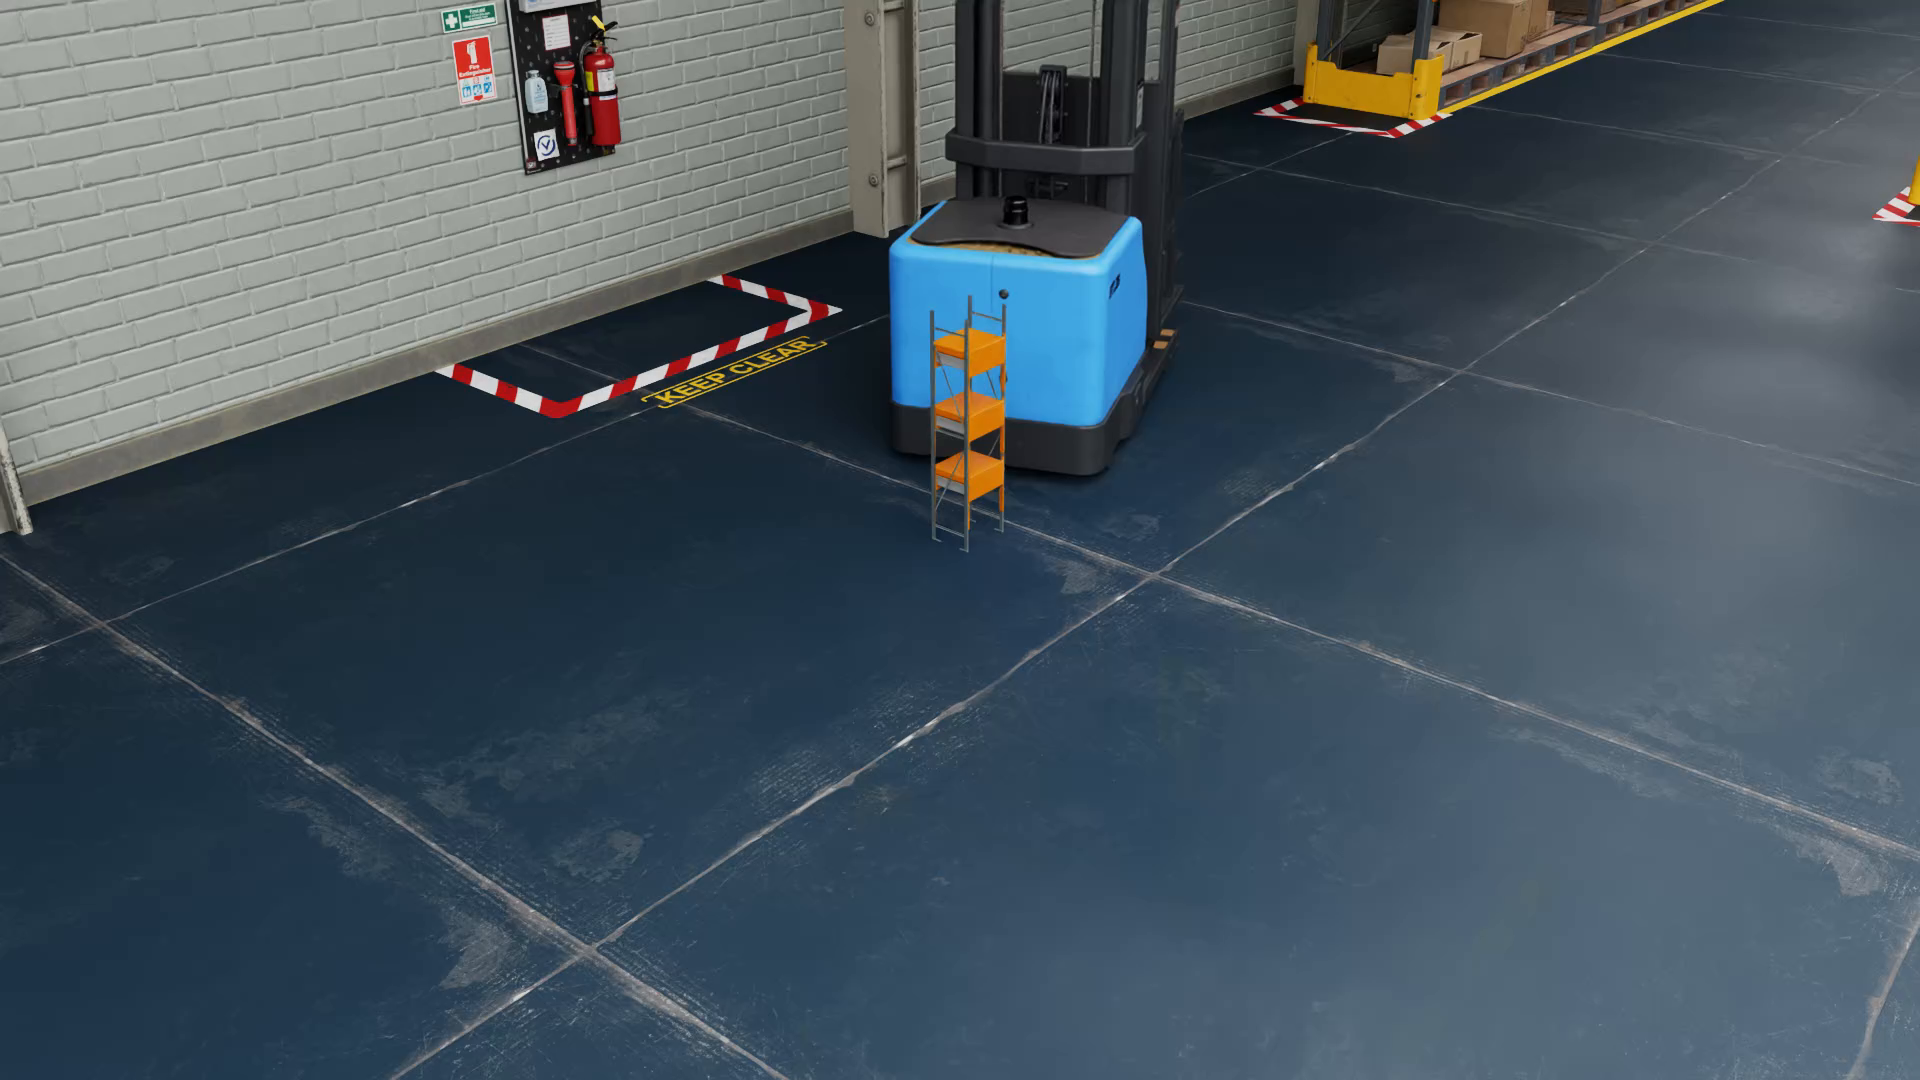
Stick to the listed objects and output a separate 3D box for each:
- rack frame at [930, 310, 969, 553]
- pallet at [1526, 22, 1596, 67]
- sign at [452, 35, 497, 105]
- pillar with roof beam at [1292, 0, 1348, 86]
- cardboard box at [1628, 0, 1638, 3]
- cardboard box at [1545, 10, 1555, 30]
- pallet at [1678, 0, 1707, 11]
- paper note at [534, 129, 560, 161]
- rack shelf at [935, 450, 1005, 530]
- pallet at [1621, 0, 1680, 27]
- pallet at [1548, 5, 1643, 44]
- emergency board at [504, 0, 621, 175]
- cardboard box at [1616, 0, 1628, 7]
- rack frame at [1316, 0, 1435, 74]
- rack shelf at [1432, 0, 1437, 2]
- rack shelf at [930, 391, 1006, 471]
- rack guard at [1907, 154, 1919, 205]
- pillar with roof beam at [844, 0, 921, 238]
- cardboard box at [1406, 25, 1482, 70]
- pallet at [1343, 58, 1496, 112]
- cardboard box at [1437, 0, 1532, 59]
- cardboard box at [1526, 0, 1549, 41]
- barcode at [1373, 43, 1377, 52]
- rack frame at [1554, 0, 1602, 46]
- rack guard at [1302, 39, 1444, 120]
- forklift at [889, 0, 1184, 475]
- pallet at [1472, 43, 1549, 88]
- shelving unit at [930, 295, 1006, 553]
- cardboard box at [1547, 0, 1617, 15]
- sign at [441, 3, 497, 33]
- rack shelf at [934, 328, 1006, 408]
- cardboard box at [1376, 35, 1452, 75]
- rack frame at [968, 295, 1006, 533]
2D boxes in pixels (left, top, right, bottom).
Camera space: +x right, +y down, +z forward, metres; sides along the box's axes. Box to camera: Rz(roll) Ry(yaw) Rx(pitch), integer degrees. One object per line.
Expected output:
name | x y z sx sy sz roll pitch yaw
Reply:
rack frame | -0.044 -0.442 6.962 0.200 1.050 0.008 21 34 34
pallet | 5.677 -5.031 16.745 1.003 0.211 1.213 21 34 34
sign | -2.538 -2.458 8.698 0.001 0.329 0.234 21 34 34
pillar with roof beam | 6.633 -7.007 11.001 9.100 9.000 0.400 21 34 34
cardboard box | 7.178 -6.236 18.281 0.700 0.500 0.500 21 34 35
cardboard box | 5.760 -5.256 16.751 0.380 0.166 0.250 16 31 28
pallet | 8.123 -6.421 19.432 1.003 0.211 1.213 21 34 34
paper note | -2.273 -2.174 9.147 0.016 0.148 0.142 21 34 34
rack shelf | 0.034 -0.229 7.178 0.215 0.259 0.240 21 34 34
pallet | 7.347 -5.990 18.599 1.003 0.211 1.213 21 34 34
pallet | 6.571 -5.556 17.760 1.003 0.211 1.213 21 34 34
emergency board | -2.107 -2.608 9.027 0.194 1.169 0.643 21 34 34
cardboard box | 6.823 -6.067 17.954 0.700 0.500 0.500 20 33 33
rack frame | 3.533 -5.100 13.843 1.000 3.000 0.127 21 34 34
rack shelf | 4.805 -5.489 15.379 1.077 0.370 4.000 21 34 34
rack shelf | 0.034 -0.476 7.050 0.215 0.259 0.240 21 34 34
rack guard | 7.343 -2.534 11.605 1.175 0.500 0.348 21 34 34
pillar with roof beam | 2.816 -4.880 6.889 9.100 9.000 0.400 21 34 34
cardboard box | 4.405 -4.522 15.174 0.500 0.311 0.500 24 36 38
pallet | 4.125 -4.166 15.073 1.003 0.211 1.213 21 34 34
cardboard box | 4.910 -4.851 15.605 0.700 0.500 0.500 18 33 31
cardboard box | 5.448 -5.223 16.324 0.500 0.500 0.500 18 32 31
barcode | 3.746 -4.447 15.019 0.001 0.075 0.075 21 34 34
rack frame | 6.077 -6.518 16.584 1.000 3.000 0.127 21 34 34
rack guard | 3.581 -4.016 14.469 1.175 0.500 0.348 21 34 34
forklift | 0.584 -2.259 8.427 1.130 2.935 3.031 8 28 15
pallet | 4.902 -4.596 15.905 1.003 0.211 1.213 21 34 34
shelving unit | 0.034 -0.485 7.045 0.215 1.050 0.252 21 34 34
cardboard box | 6.533 -5.869 17.572 0.700 0.500 0.500 22 35 36
sign | -2.528 -2.693 8.575 0.001 0.109 0.331 21 34 34
rack shelf | 0.034 -0.728 6.920 0.215 0.259 0.240 21 34 34
cardboard box | 4.043 -4.320 14.783 0.500 0.311 0.500 17 32 29
rack frame | 0.112 -0.529 7.129 0.200 1.050 0.008 21 34 34
